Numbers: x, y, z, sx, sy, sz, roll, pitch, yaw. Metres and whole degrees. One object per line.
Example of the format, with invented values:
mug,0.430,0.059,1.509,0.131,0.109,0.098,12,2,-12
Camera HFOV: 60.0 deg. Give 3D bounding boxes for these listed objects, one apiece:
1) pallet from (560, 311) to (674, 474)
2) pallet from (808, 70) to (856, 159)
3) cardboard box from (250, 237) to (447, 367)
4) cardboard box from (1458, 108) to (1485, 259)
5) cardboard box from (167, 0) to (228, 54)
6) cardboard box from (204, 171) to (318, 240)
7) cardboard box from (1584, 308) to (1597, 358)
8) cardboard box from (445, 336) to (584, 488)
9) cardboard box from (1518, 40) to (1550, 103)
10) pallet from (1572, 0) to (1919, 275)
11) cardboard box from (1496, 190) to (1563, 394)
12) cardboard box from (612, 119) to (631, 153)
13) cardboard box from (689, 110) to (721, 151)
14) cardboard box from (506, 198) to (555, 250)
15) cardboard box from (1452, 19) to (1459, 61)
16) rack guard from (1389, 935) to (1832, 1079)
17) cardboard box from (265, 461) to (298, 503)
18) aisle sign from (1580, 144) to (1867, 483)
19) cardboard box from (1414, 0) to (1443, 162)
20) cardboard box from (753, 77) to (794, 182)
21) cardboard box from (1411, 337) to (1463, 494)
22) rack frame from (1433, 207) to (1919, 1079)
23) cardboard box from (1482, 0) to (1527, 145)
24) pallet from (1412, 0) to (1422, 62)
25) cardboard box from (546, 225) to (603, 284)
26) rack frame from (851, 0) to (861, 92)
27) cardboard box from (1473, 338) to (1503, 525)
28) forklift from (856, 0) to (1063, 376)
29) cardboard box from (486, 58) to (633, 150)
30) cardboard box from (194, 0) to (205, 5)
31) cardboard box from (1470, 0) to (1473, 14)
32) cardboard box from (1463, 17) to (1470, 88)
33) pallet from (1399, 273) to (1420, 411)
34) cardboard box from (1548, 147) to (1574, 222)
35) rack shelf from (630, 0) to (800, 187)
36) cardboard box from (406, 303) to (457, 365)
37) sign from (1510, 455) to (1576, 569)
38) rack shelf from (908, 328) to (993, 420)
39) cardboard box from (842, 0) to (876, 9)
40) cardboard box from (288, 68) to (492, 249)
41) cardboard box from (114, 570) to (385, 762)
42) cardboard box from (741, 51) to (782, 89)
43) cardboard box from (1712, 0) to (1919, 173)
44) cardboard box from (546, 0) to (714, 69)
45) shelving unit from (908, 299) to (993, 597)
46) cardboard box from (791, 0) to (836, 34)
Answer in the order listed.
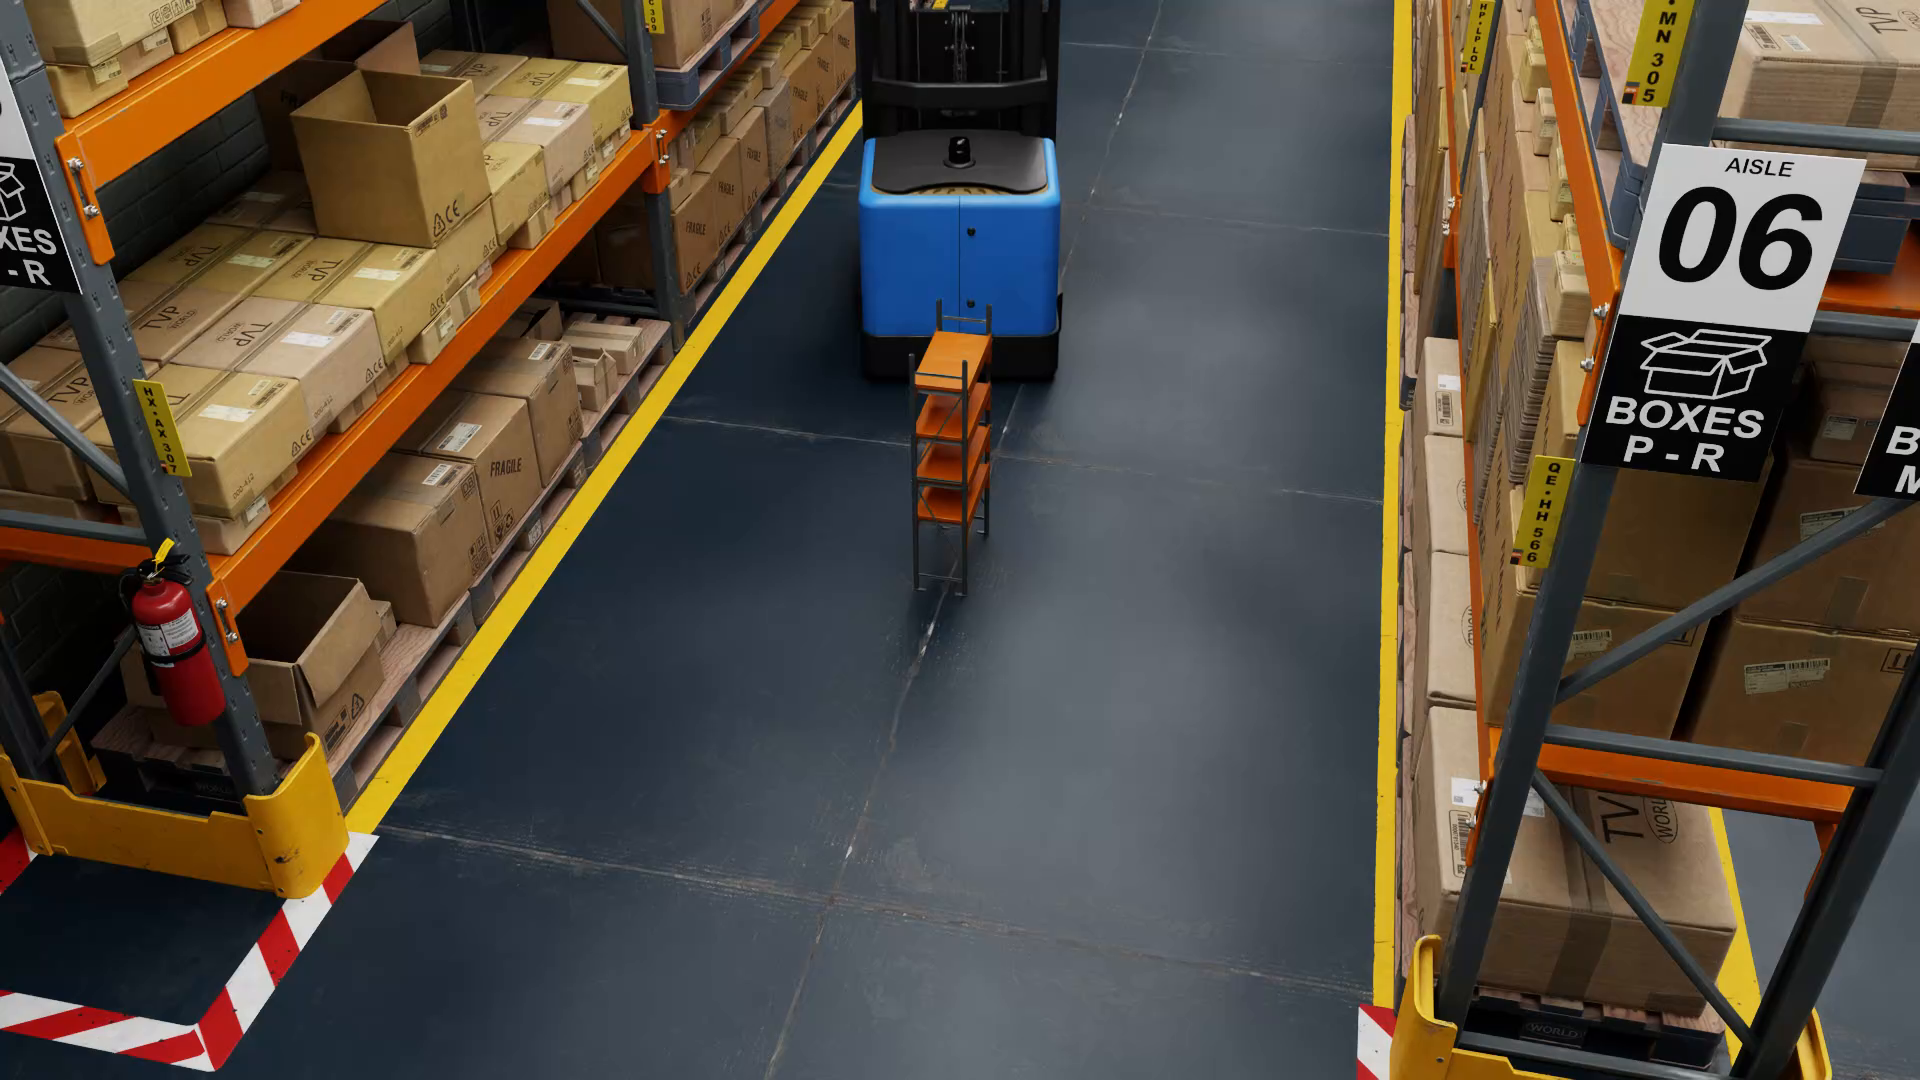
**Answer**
pallet,-2.180,-0.816,8.696,1.003,0.211,1.213,7,37,10
pallet,-1.374,-3.079,11.819,1.003,0.211,1.213,7,37,10
cardboard box,-2.314,-0.911,6.326,0.500,0.250,0.500,7,36,9
cardboard box,2.462,-1.523,7.210,0.500,0.500,0.500,8,37,11
cardboard box,-2.489,-1.610,5.074,0.380,0.149,0.250,7,37,10
cardboard box,-2.714,-1.280,6.835,0.500,0.250,0.500,7,37,10
cardboard box,1.875,-0.513,4.411,0.380,0.149,0.250,8,37,11
cardboard box,-2.221,-0.622,7.825,0.700,0.500,0.500,6,36,8
cardboard box,2.247,-1.694,6.041,0.380,0.149,0.250,6,36,9
pallet,2.112,-1.030,4.135,1.003,0.211,1.213,7,37,10
cardboard box,2.026,-0.763,5.310,0.500,0.500,0.500,7,37,10
cardboard box,-1.853,-2.022,8.198,0.380,0.149,0.250,8,37,11
cardboard box,-1.623,-2.407,9.735,0.380,0.149,0.250,7,36,9
cardboard box,-2.029,-1.421,7.369,0.380,0.149,0.250,7,36,9
cardboard box,3.010,-2.822,9.215,0.500,0.250,0.500,7,37,10
rack guard,1.959,1.601,5.115,1.175,0.500,0.348,7,37,10
cardboard box,-2.539,-0.249,5.752,0.380,0.149,0.250,8,37,11
aisle sign,1.645,-0.475,3.635,0.394,0.787,0.004,7,37,10
cardboard box,3.444,-2.936,10.697,0.875,0.875,0.875,7,37,10
cardboard box,-1.377,-2.634,10.601,0.500,0.500,0.500,6,36,8
cardboard box,2.579,-0.504,7.715,0.875,0.438,0.875,7,36,9
rack frame,1.964,0.575,4.401,1.000,3.000,0.127,7,37,10
cardboard box,2.480,-1.921,6.907,0.500,0.500,0.500,8,37,10
pallet,4.103,-4.028,13.127,1.003,0.211,1.213,7,37,10
cardboard box,-2.216,-1.815,9.470,0.500,0.500,0.500,7,37,10
rack frame,-1.178,-4.632,11.584,1.000,3.000,0.127,7,37,10
cardboard box,2.030,-0.357,5.602,0.500,0.500,0.500,8,37,11
forklift,-0.004,-2.887,9.236,1.130,2.935,3.031,0,36,0
cardboard box,-1.902,-2.076,7.932,0.500,0.250,0.500,8,37,11
cardboard box,-2.436,-1.834,5.042,0.500,0.250,0.500,8,37,11
cardboard box,2.771,-2.749,8.049,0.500,0.500,0.500,8,37,11
cardboard box,2.774,-2.431,8.250,0.500,0.250,0.500,8,37,11
pallet,2.909,-1.041,9.007,1.003,0.211,1.213,7,37,10
cardboard box,2.064,-1.102,5.225,0.380,0.149,0.250,8,37,11
rack shelf,-1.605,-3.194,10.214,1.077,0.370,4.000,7,37,10
cardboard box,-2.224,-0.830,6.553,0.380,0.149,0.250,6,36,9
sign,1.437,-0.066,4.096,0.100,0.325,0.005,7,37,10
rack shelf,-0.035,-0.709,7.036,0.258,0.148,0.480,7,37,10
cardboard box,-1.031,-4.196,12.649,0.875,0.625,0.625,8,37,11
cardboard box,-2.206,-1.495,6.492,0.500,0.500,0.500,8,37,11
cardboard box,-2.663,0.457,6.333,0.797,0.503,0.637,6,36,8
cardboard box,-1.346,-2.981,10.526,0.380,0.149,0.250,6,36,8
cardboard box,1.972,-1.059,3.783,0.500,0.250,0.500,4,36,6
cardboard box,-1.710,-2.798,8.612,0.700,0.500,0.500,8,37,11
shelving unit,-0.035,-0.391,7.267,0.258,1.200,0.503,7,37,10
cardboard box,-1.064,-3.577,11.349,0.380,0.149,0.250,6,36,8
